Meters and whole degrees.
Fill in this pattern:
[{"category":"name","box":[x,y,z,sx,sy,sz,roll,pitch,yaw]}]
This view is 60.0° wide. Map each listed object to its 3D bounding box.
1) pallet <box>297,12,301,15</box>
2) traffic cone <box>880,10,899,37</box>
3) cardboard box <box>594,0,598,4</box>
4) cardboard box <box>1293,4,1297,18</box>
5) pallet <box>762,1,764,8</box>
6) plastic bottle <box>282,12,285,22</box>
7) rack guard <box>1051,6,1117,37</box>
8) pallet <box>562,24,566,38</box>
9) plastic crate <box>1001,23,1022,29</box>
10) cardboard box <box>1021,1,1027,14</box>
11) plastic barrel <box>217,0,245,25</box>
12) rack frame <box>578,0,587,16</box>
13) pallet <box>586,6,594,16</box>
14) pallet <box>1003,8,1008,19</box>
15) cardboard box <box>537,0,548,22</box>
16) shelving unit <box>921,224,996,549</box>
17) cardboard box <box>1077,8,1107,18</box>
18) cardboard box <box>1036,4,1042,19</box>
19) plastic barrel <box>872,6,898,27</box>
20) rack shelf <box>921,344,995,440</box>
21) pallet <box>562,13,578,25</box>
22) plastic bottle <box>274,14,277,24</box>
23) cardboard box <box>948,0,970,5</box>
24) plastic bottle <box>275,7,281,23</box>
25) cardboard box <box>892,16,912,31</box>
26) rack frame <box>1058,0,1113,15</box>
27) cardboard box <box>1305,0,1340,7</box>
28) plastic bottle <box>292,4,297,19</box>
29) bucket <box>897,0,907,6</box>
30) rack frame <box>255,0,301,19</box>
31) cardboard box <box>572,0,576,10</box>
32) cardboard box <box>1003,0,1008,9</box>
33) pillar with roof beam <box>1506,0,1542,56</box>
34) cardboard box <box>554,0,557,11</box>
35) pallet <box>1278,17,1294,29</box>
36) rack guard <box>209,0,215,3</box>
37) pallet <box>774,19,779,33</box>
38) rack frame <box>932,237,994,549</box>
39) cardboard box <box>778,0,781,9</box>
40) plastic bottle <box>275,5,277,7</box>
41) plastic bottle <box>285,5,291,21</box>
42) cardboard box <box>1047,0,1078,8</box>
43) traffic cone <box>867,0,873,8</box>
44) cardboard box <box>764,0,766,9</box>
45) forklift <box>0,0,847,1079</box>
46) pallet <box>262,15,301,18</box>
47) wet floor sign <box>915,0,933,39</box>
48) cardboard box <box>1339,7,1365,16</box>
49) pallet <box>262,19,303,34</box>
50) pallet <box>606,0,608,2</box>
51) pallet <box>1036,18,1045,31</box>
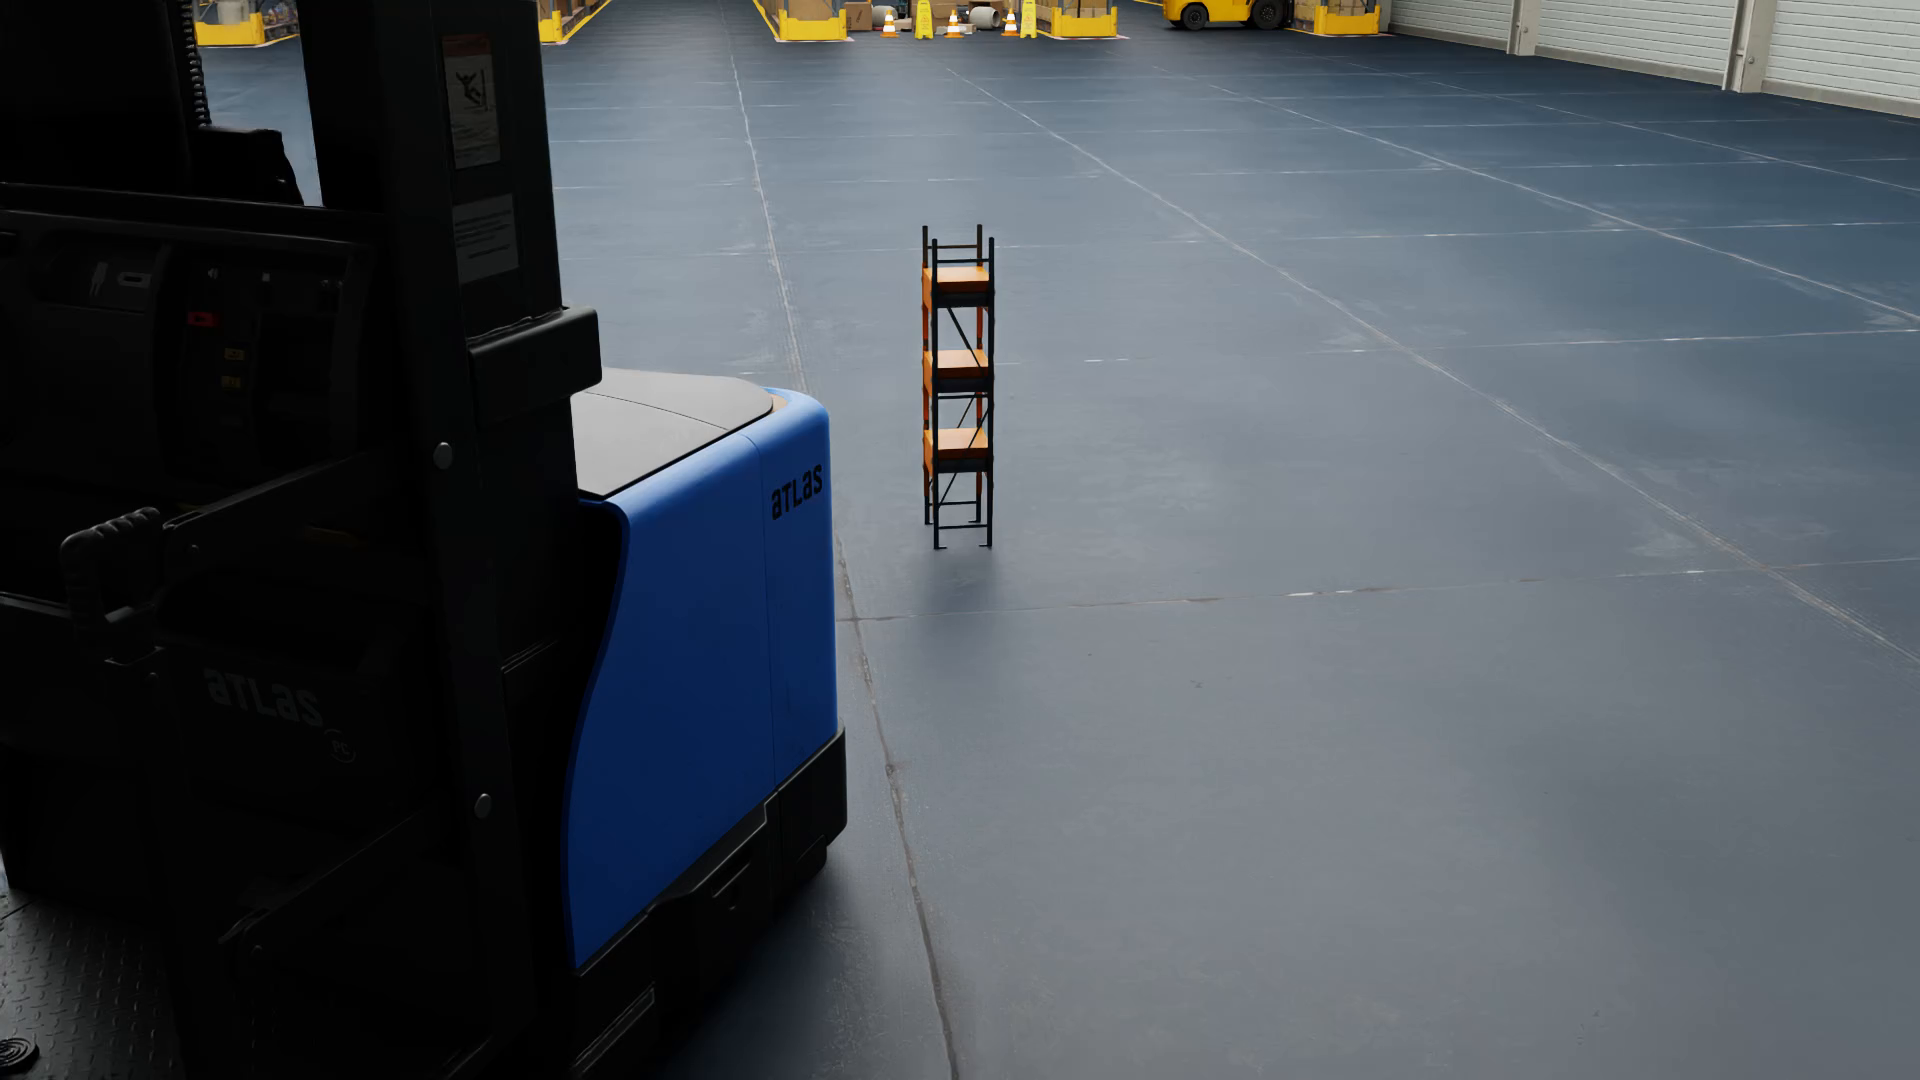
[{"category":"pallet","box":[-13.342,-10.617,33.840,1.003,0.211,1.213,-3,21,-8]},{"category":"traffic cone","box":[-1.282,-9.377,30.161,0.336,0.463,0.334,-3,21,-8]},{"category":"cardboard box","box":[-8.886,-12.615,37.641,1.225,0.875,0.875,-3,21,-8]},{"category":"cardboard box","box":[6.679,-10.248,32.196,0.500,0.250,0.500,-3,21,-7]},{"category":"pallet","box":[-4.226,-12.889,39.923,1.003,0.211,1.213,-3,21,-8]},{"category":"plastic bottle","box":[-12.495,-9.642,30.616,0.097,0.201,0.097,0,20,0]},{"category":"rack guard","box":[2.262,-9.450,30.303,1.175,0.500,0.348,-3,21,-8]},{"category":"pallet","box":[-7.626,-9.098,29.773,1.003,0.211,1.213,-3,21,-8]},{"category":"plastic crate","box":[1.112,-10.027,32.448,0.402,0.080,0.583,-11,23,-26]},{"category":"cardboard box","box":[1.515,-10.670,33.327,0.500,0.250,0.500,-4,21,-10]},{"category":"plastic barrel","box":[-12.605,-9.100,28.749,0.421,0.512,0.421,0,20,0]},{"category":"rack frame","box":[-8.686,-12.864,35.873,1.000,3.000,0.127,-3,21,-8]},{"category":"pallet","box":[-8.725,-11.835,37.102,1.003,0.211,1.213,-3,21,-8]},{"category":"pallet","box":[1.404,-11.366,35.846,1.003,0.211,1.213,-3,21,-8]},{"category":"cardboard box","box":[-7.607,-9.337,29.402,0.500,0.500,0.500,1,20,2]},{"category":"shelving unit","box":[-0.008,-0.510,5.582,0.215,1.050,0.252,-3,21,-8]},{"category":"cardboard box","box":[2.431,-9.796,30.988,0.500,0.250,0.500,-3,21,-8]},{"category":"cardboard box","box":[1.743,-10.130,31.881,0.500,0.250,0.500,-4,21,-10]},{"category":"plastic barrel","box":[-1.505,-10.172,32.347,0.512,0.421,0.421,12,24,30]},{"category":"rack shelf","box":[-0.008,-0.500,5.586,0.215,0.259,0.240,-3,21,-8]},{"category":"pallet","box":[-8.223,-10.443,33.374,1.003,0.211,1.213,-3,21,-8]},{"category":"plastic bottle","box":[-12.402,-9.419,30.019,0.097,0.201,0.097,0,20,0]},{"category":"cardboard box","box":[-0.060,-11.063,33.539,0.500,0.500,0.500,-3,21,-8]},{"category":"plastic bottle","box":[-12.451,-9.570,30.321,0.097,0.271,0.097,0,20,0]},{"category":"cardboard box","box":[-1.117,-9.912,31.874,0.396,0.266,0.258,1,20,2]},{"category":"rack frame","box":[2.273,-10.594,29.795,1.000,3.000,0.127,-3,21,-8]},{"category":"cardboard box","box":[6.805,-10.142,31.198,0.500,0.250,0.500,-3,21,-8]},{"category":"plastic bottle","box":[-12.615,-10.013,31.493,0.061,0.283,0.133,-2,21,-5]},{"category":"bucket","box":[-0.886,-10.942,33.233,0.726,0.611,0.620,4,11,11]},{"category":"rack frame","box":[-13.011,-11.230,31.496,1.000,3.000,0.127,-3,21,-8]},{"category":"cardboard box","box":[-8.389,-11.281,34.577,0.700,0.500,0.500,-1,21,-3]},{"category":"cardboard box","box":[1.410,-11.616,35.685,0.950,0.372,0.625,-2,21,-6]},{"category":"pillar with roof beam","box":[4.581,-11.648,24.043,9.100,9.000,0.400,-3,21,-8]},{"category":"cardboard box","box":[-8.002,-10.167,31.622,0.500,0.500,0.500,4,21,9]},{"category":"pallet","box":[6.860,-10.224,32.788,1.003,0.211,1.213,-3,21,-8]},{"category":"rack guard","box":[-19.632,-13.939,42.321,1.175,0.500,0.348,-3,21,-8]},{"category":"pallet","box":[-2.976,-9.698,31.380,1.003,0.211,1.213,-3,21,-8]},{"category":"rack frame","box":[0.010,-0.468,5.469,0.200,1.050,0.008,-3,21,-8]},{"category":"cardboard box","box":[-2.902,-10.047,30.766,0.875,0.875,0.875,-3,21,-9]},{"category":"plastic bottle","box":[-12.656,-9.763,30.821,0.061,0.283,0.133,-3,21,-8]},{"category":"plastic bottle","box":[-12.540,-9.834,31.013,0.061,0.283,0.133,-2,21,-4]},{"category":"cardboard box","box":[1.900,-10.119,30.779,0.500,0.500,0.500,-3,21,-7]},{"category":"traffic cone","box":[-1.886,-11.047,34.632,0.336,0.463,0.334,-3,21,-8]},{"category":"cardboard box","box":[-3.635,-11.705,35.382,1.050,0.750,0.750,-3,21,-7]},{"category":"forklift","box":[-1.307,-0.270,2.249,1.130,2.935,3.031,9,22,22]},{"category":"pallet","box":[-13.163,-10.193,32.706,1.003,0.211,1.213,-3,21,-8]},{"category":"wet floor sign","box":[-0.647,-9.297,29.685,0.267,0.644,0.232,-7,21,-17]},{"category":"cardboard box","box":[7.307,-9.935,31.358,0.500,0.250,0.500,-3,21,-8]},{"category":"pallet","box":[-12.955,-9.689,31.355,1.003,0.211,1.213,-3,21,-8]},{"category":"pallet","box":[-9.647,-14.055,43.046,1.003,0.211,1.213,-3,21,-8]},{"category":"pallet","box":[2.008,-10.019,32.239,1.003,0.211,1.213,-3,21,-8]}]
